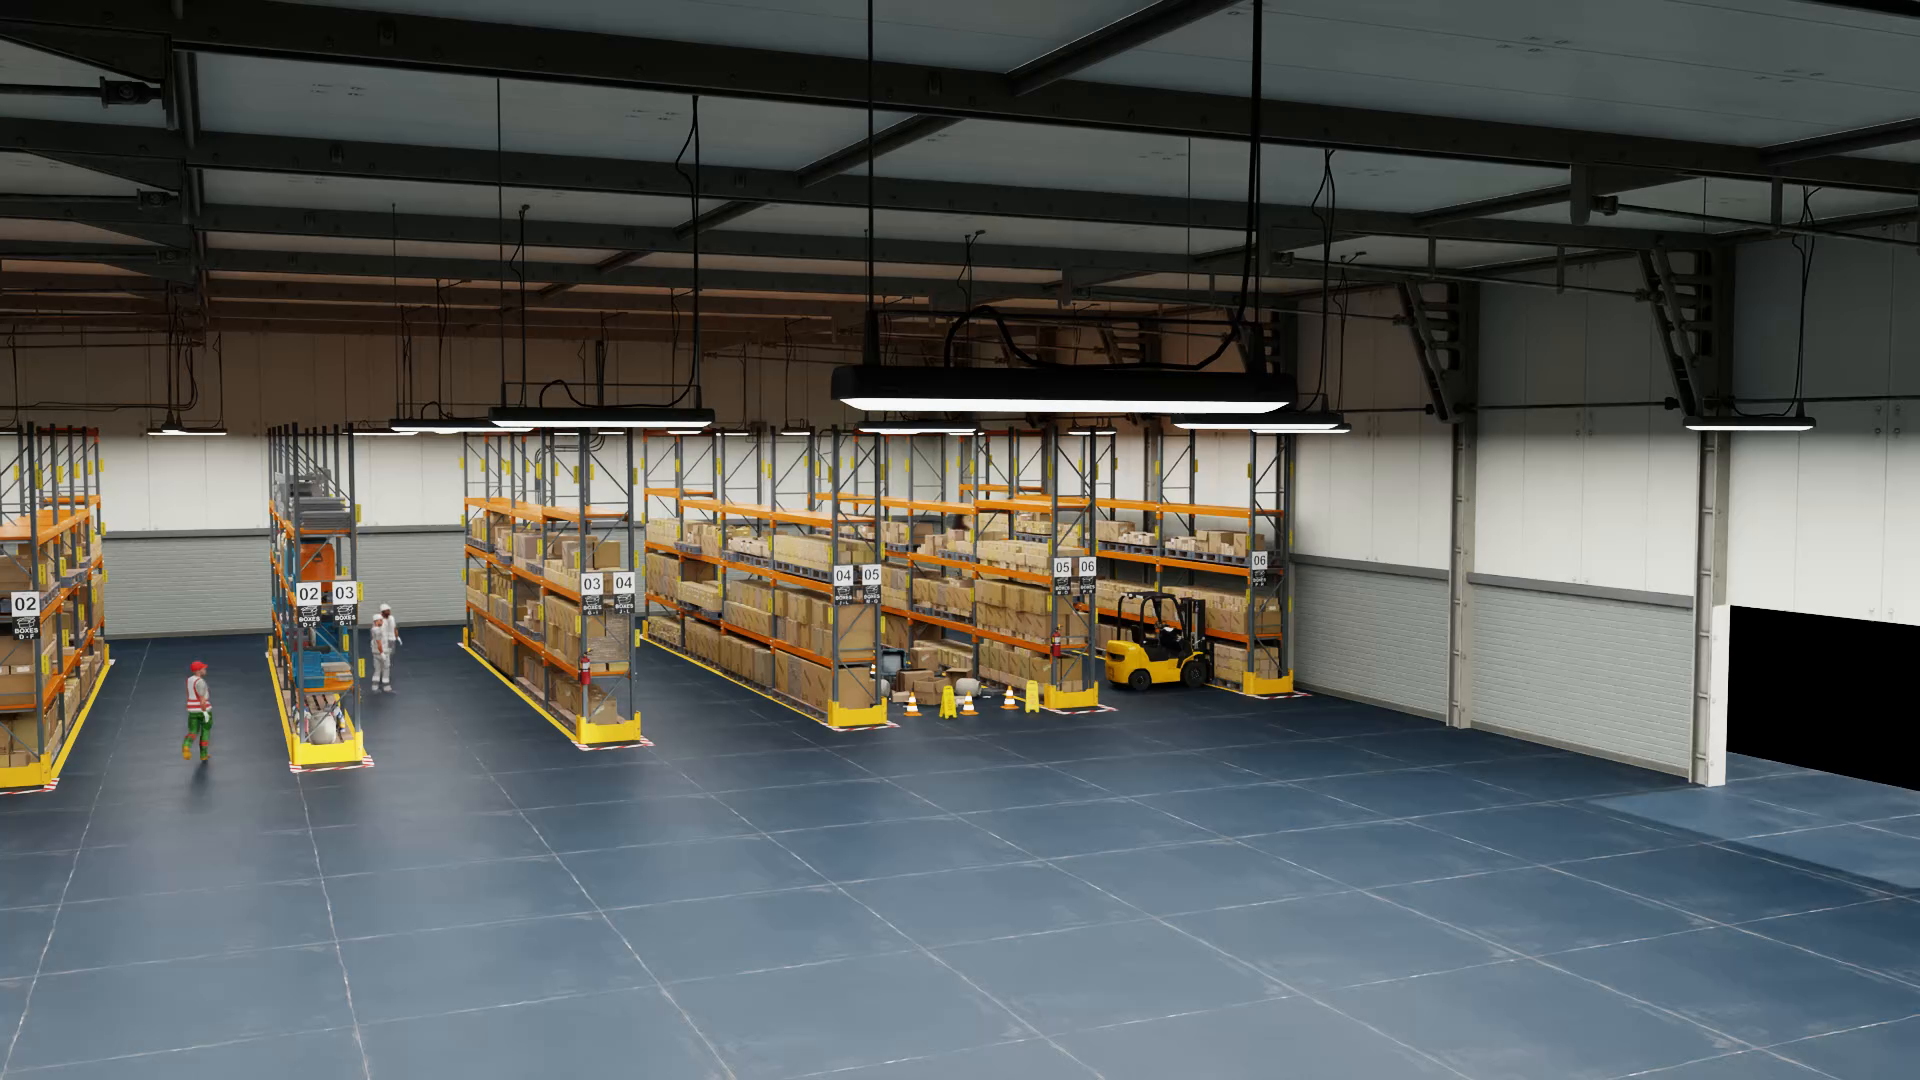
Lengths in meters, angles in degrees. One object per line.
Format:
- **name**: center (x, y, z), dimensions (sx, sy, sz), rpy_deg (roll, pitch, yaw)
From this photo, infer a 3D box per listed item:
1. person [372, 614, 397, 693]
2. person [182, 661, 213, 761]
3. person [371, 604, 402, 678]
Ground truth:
- **person**: center (-12.939, 2.561, 37.336), dimensions (0.570, 1.799, 0.599), rpy_deg (3, 4, 37)
- **person**: center (-13.486, 3.029, 29.363), dimensions (0.494, 1.780, 0.726), rpy_deg (0, 3, 5)
- **person**: center (-13.766, 2.419, 39.904), dimensions (0.708, 1.752, 0.998), rpy_deg (-2, 4, -35)
